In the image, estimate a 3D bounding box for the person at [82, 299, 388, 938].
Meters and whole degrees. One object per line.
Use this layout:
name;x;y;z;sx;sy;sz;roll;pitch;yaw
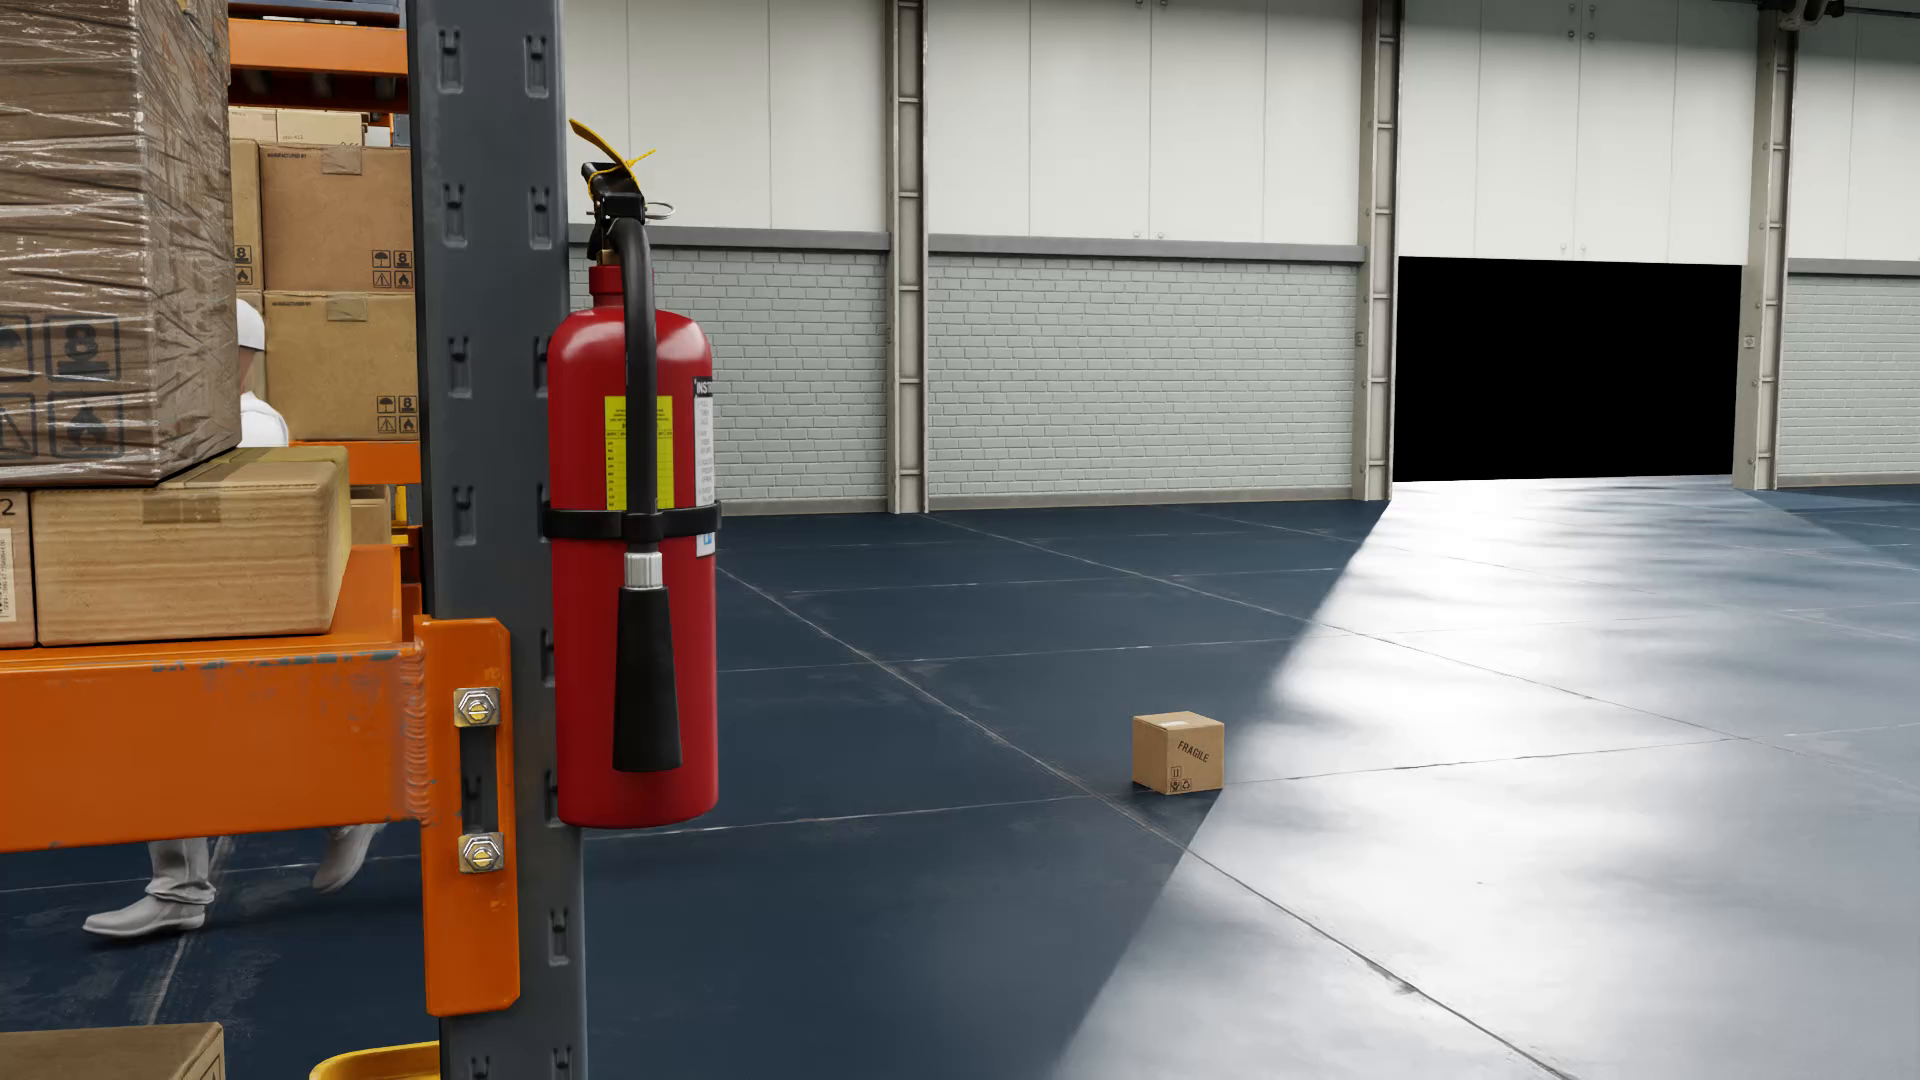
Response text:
person;-2.009;0.205;4.575;0.777;1.747;0.568;-4;7;-38
